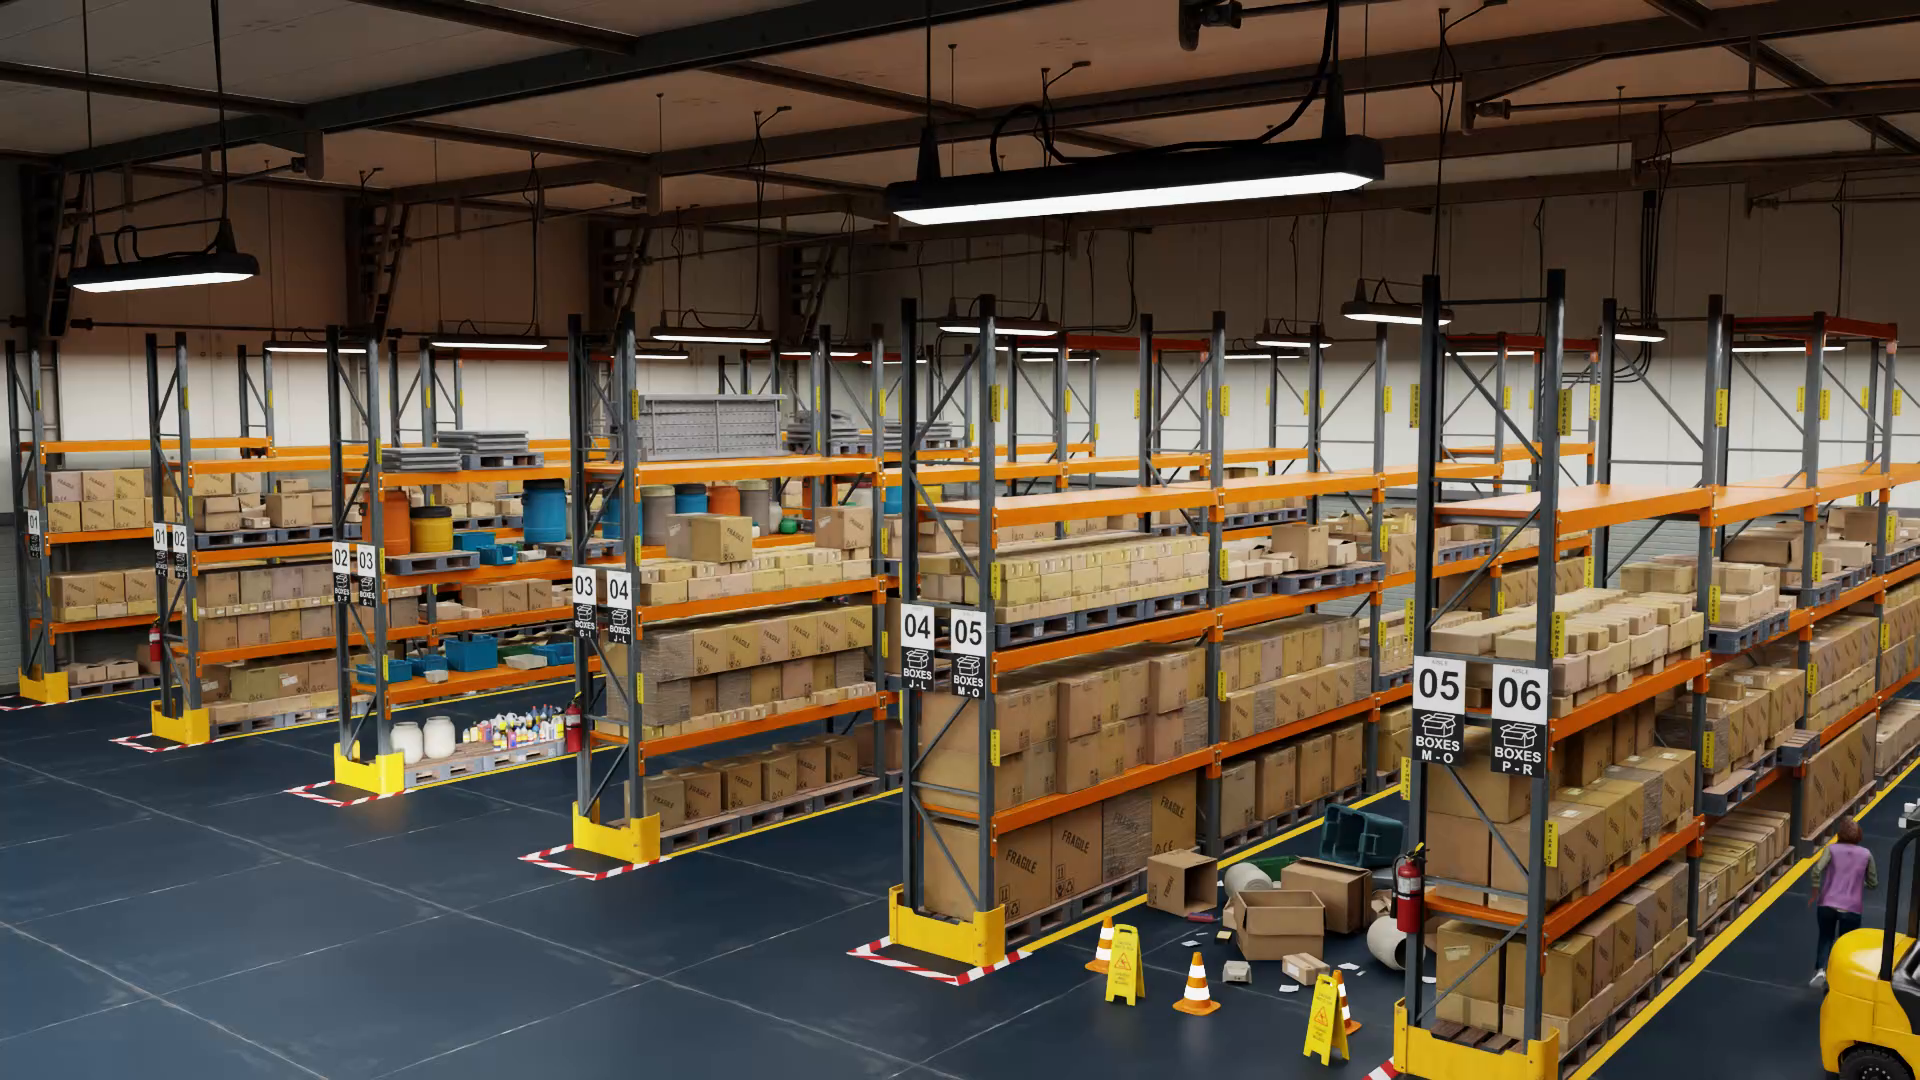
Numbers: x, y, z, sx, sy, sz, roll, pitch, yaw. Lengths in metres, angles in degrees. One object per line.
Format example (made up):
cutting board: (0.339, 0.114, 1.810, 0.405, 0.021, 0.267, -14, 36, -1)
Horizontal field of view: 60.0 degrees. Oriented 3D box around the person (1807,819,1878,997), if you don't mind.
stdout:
person: (7.537, 3.162, 14.223, 0.467, 1.467, 0.734, 5, 7, 42)
